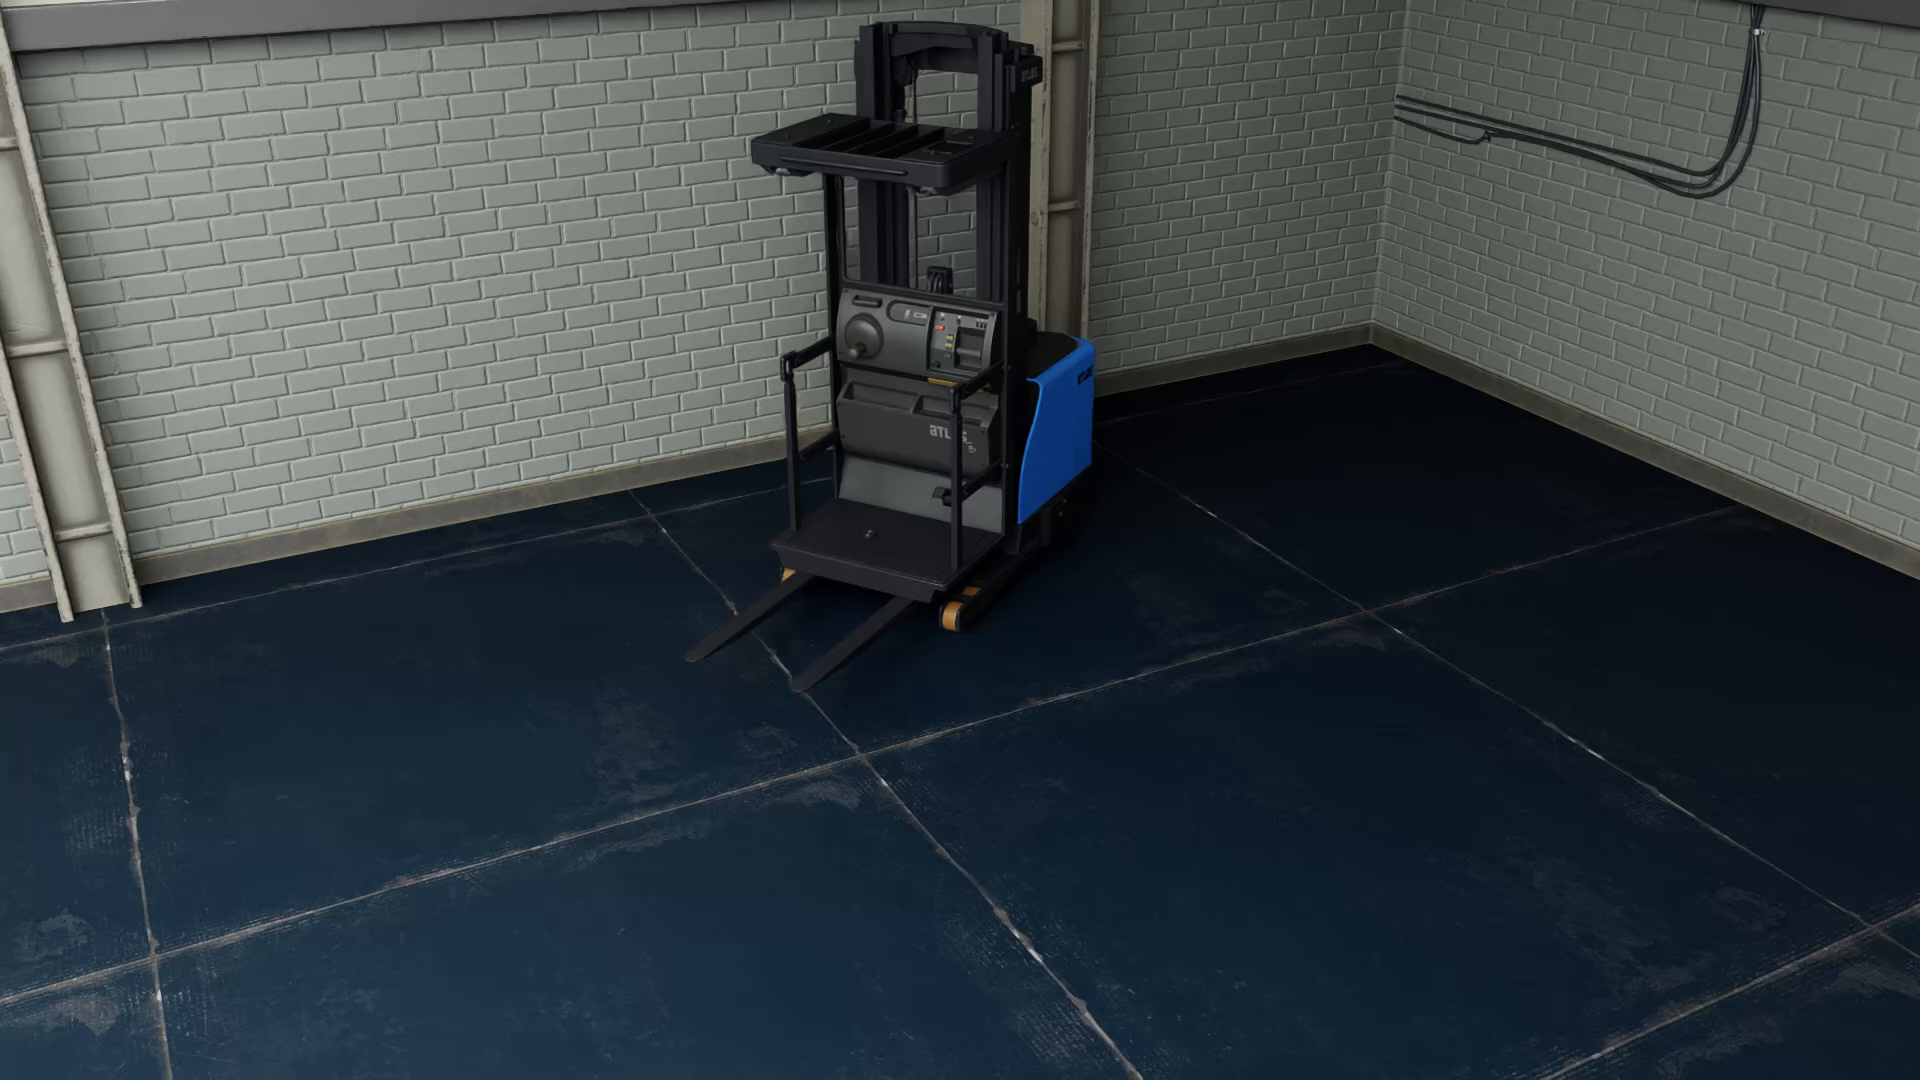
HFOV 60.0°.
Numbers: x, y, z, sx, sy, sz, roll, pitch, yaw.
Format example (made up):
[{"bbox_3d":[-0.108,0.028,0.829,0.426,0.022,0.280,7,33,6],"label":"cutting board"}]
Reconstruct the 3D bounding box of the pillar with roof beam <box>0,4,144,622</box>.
[{"bbox_3d":[-2.642,-2.072,3.670,0.400,9.000,9.100,-13,29,-25],"label":"pillar with roof beam"}]

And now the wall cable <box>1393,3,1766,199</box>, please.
[{"bbox_3d":[3.848,-3.634,10.509,0.112,2.526,3.097,-13,29,-25],"label":"wall cable"}]

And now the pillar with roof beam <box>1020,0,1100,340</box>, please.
[{"bbox_3d":[2.652,-3.295,6.215,0.400,9.000,9.100,-13,29,-25],"label":"pillar with roof beam"}]

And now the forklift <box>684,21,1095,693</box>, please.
[{"bbox_3d":[-0.330,-1.057,8.564,1.130,2.935,3.031,13,29,25],"label":"forklift"}]
